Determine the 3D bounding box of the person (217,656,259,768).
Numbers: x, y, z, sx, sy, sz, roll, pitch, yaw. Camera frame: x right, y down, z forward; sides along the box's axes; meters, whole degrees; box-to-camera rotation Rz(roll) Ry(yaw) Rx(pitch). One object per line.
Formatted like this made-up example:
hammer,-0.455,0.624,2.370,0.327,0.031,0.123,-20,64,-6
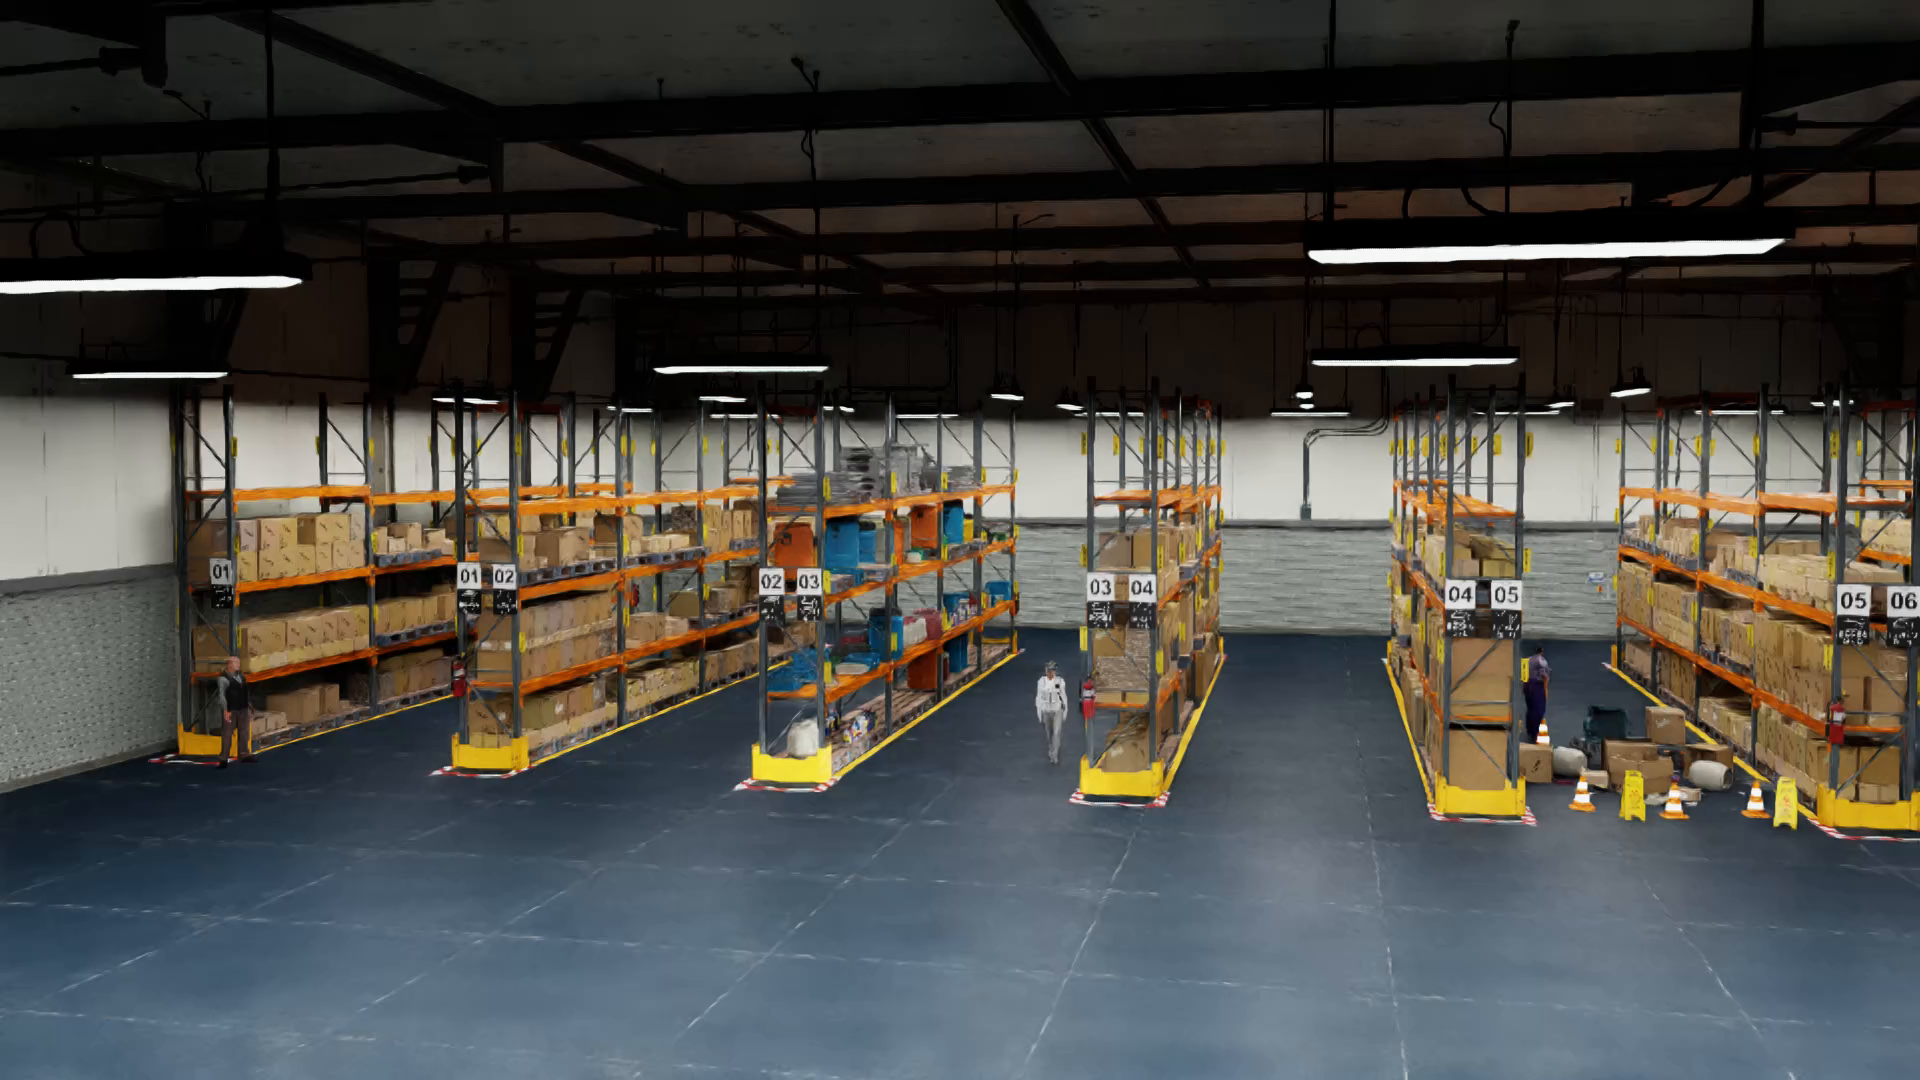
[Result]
person,-11.342,2.666,26.031,0.384,1.729,0.687,1,3,23

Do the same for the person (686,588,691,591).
person,-6.247,1.976,38.689,0.677,1.742,0.552,1,3,11

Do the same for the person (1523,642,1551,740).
person,9.896,2.574,28.460,0.423,1.651,0.526,-1,3,-19

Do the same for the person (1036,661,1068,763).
person,1.450,2.704,26.505,0.495,1.589,1.086,1,3,15
